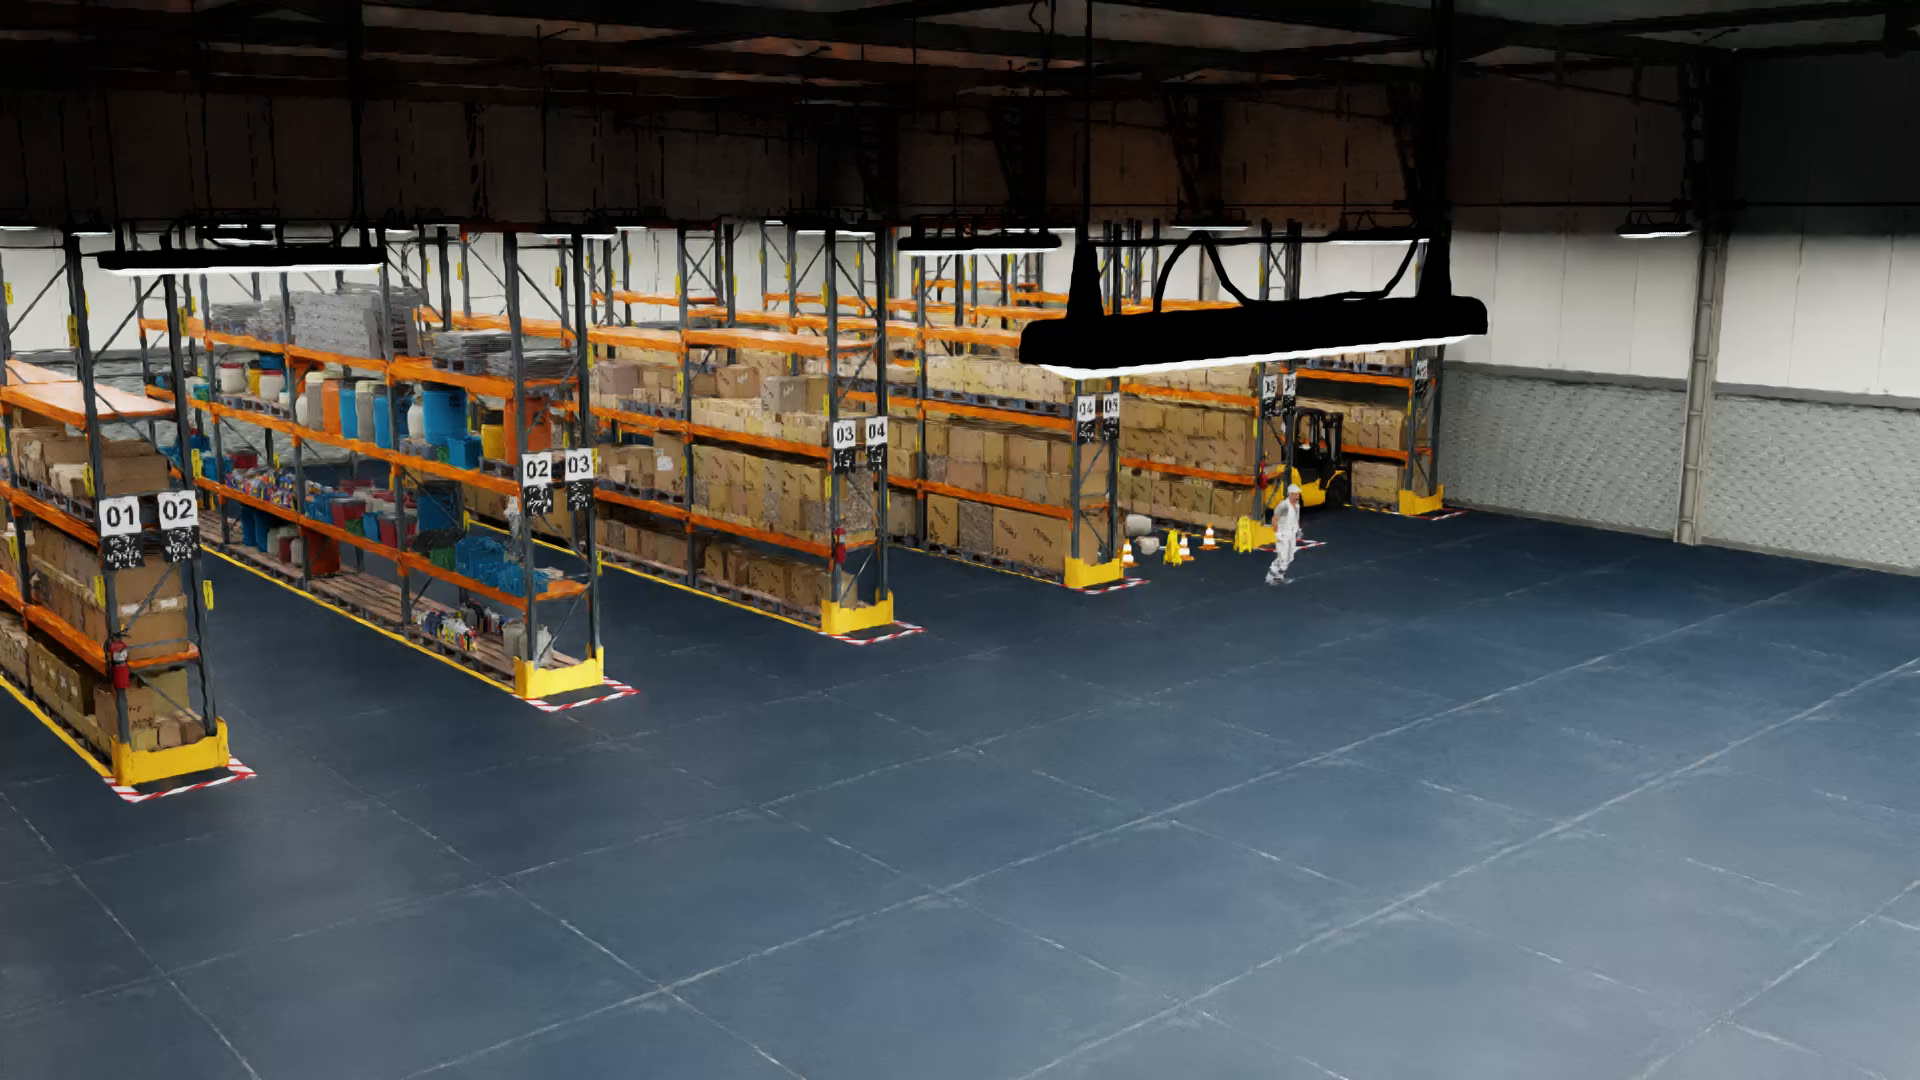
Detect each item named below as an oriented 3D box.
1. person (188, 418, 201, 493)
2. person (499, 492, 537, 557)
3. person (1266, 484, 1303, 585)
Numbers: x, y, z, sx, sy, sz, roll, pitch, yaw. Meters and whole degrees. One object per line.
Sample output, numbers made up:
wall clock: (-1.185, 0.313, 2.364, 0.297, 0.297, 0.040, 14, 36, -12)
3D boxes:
person: (-17.049, -1.888, 36.977, 0.556, 1.666, 1.030, -10, 15, -41)
person: (-7.935, -0.495, 29.977, 0.702, 1.735, 0.548, -10, 15, -42)
person: (5.500, -0.098, 28.000, 0.677, 1.741, 0.551, -10, 15, -42)
